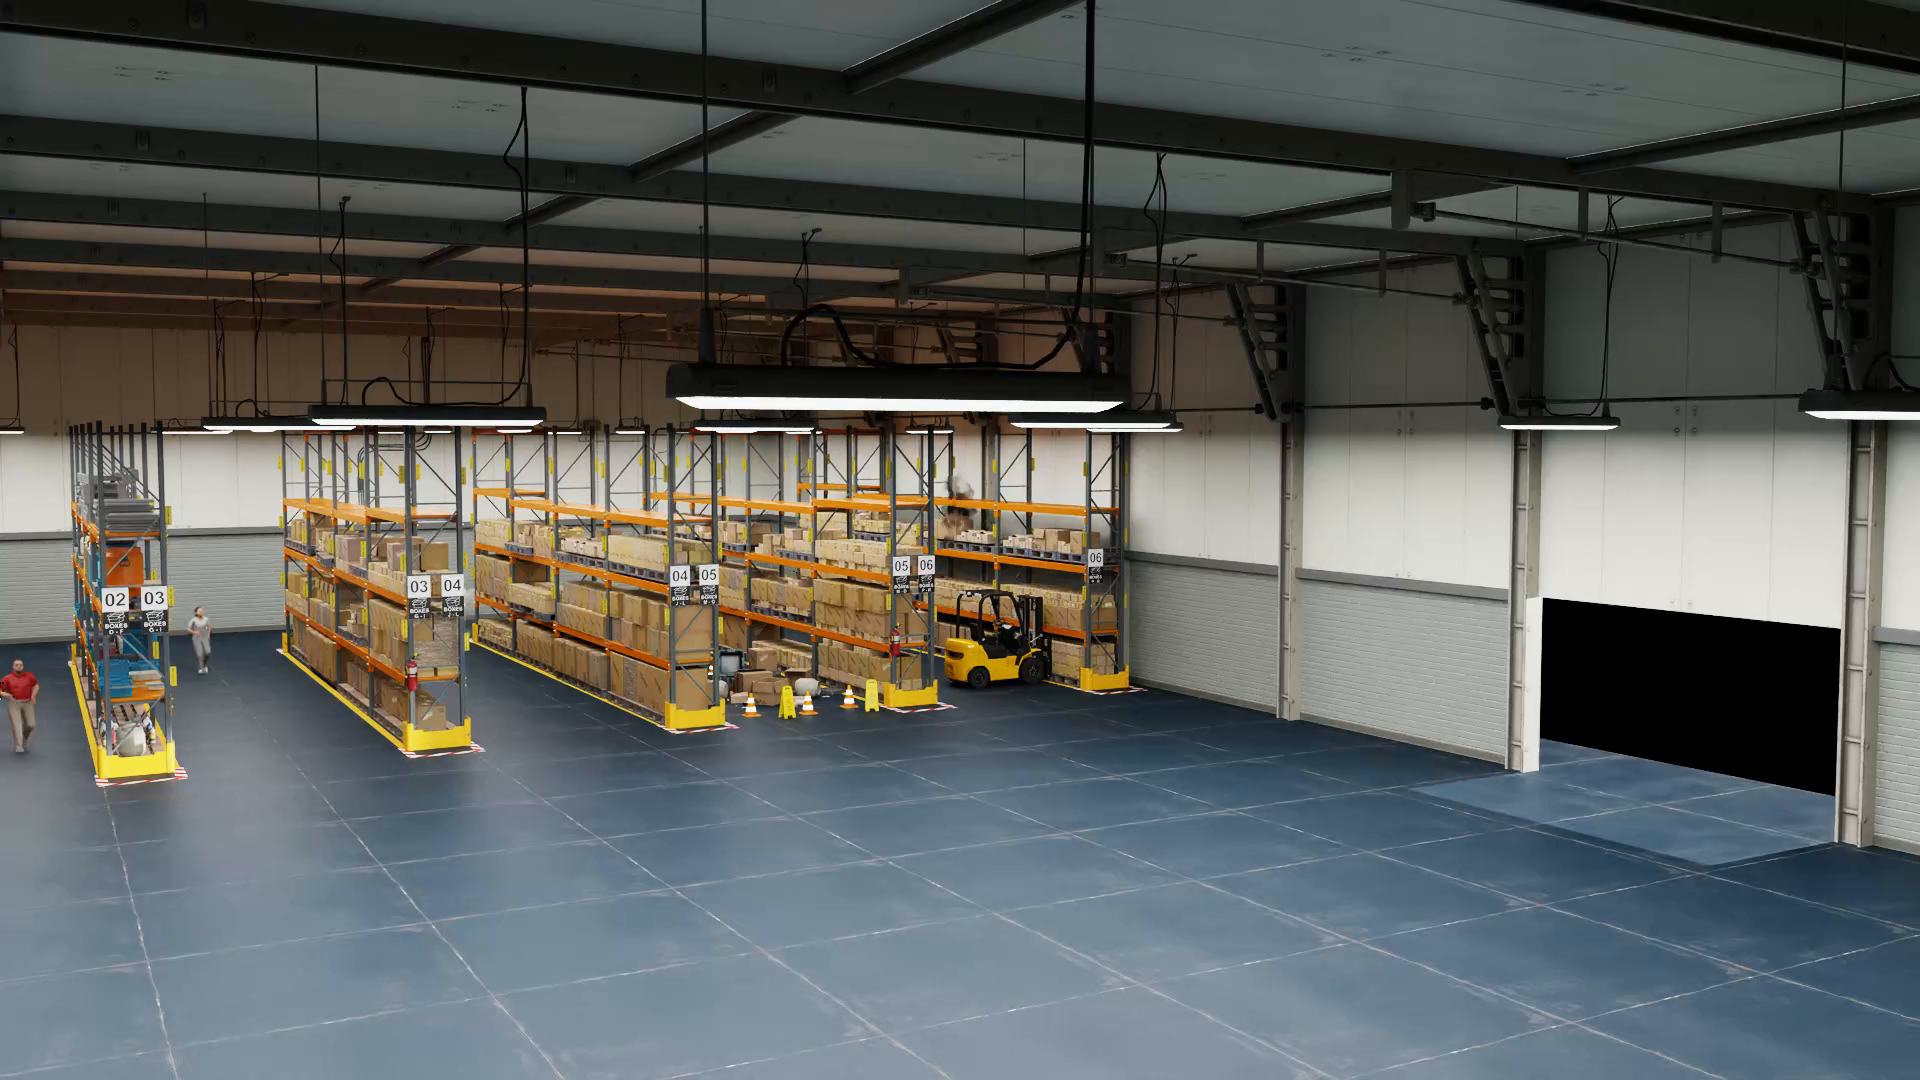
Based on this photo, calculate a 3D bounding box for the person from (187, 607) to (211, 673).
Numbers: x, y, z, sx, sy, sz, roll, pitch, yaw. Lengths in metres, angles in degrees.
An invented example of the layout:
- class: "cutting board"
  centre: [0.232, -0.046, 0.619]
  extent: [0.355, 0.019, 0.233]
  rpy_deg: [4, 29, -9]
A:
- class: "person"
  centre: [-18.313, 2.417, 40.107]
  extent: [0.574, 1.632, 0.584]
  rpy_deg: [-3, 5, -40]

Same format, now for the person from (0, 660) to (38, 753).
- class: "person"
  centre: [-17.018, 3.012, 30.138]
  extent: [0.653, 1.679, 0.606]
  rpy_deg: [-3, 5, -39]

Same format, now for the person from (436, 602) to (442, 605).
- class: "person"
  centre: [-13.744, 2.171, 44.395]
  extent: [0.577, 1.628, 0.548]
  rpy_deg: [-2, 4, -34]
